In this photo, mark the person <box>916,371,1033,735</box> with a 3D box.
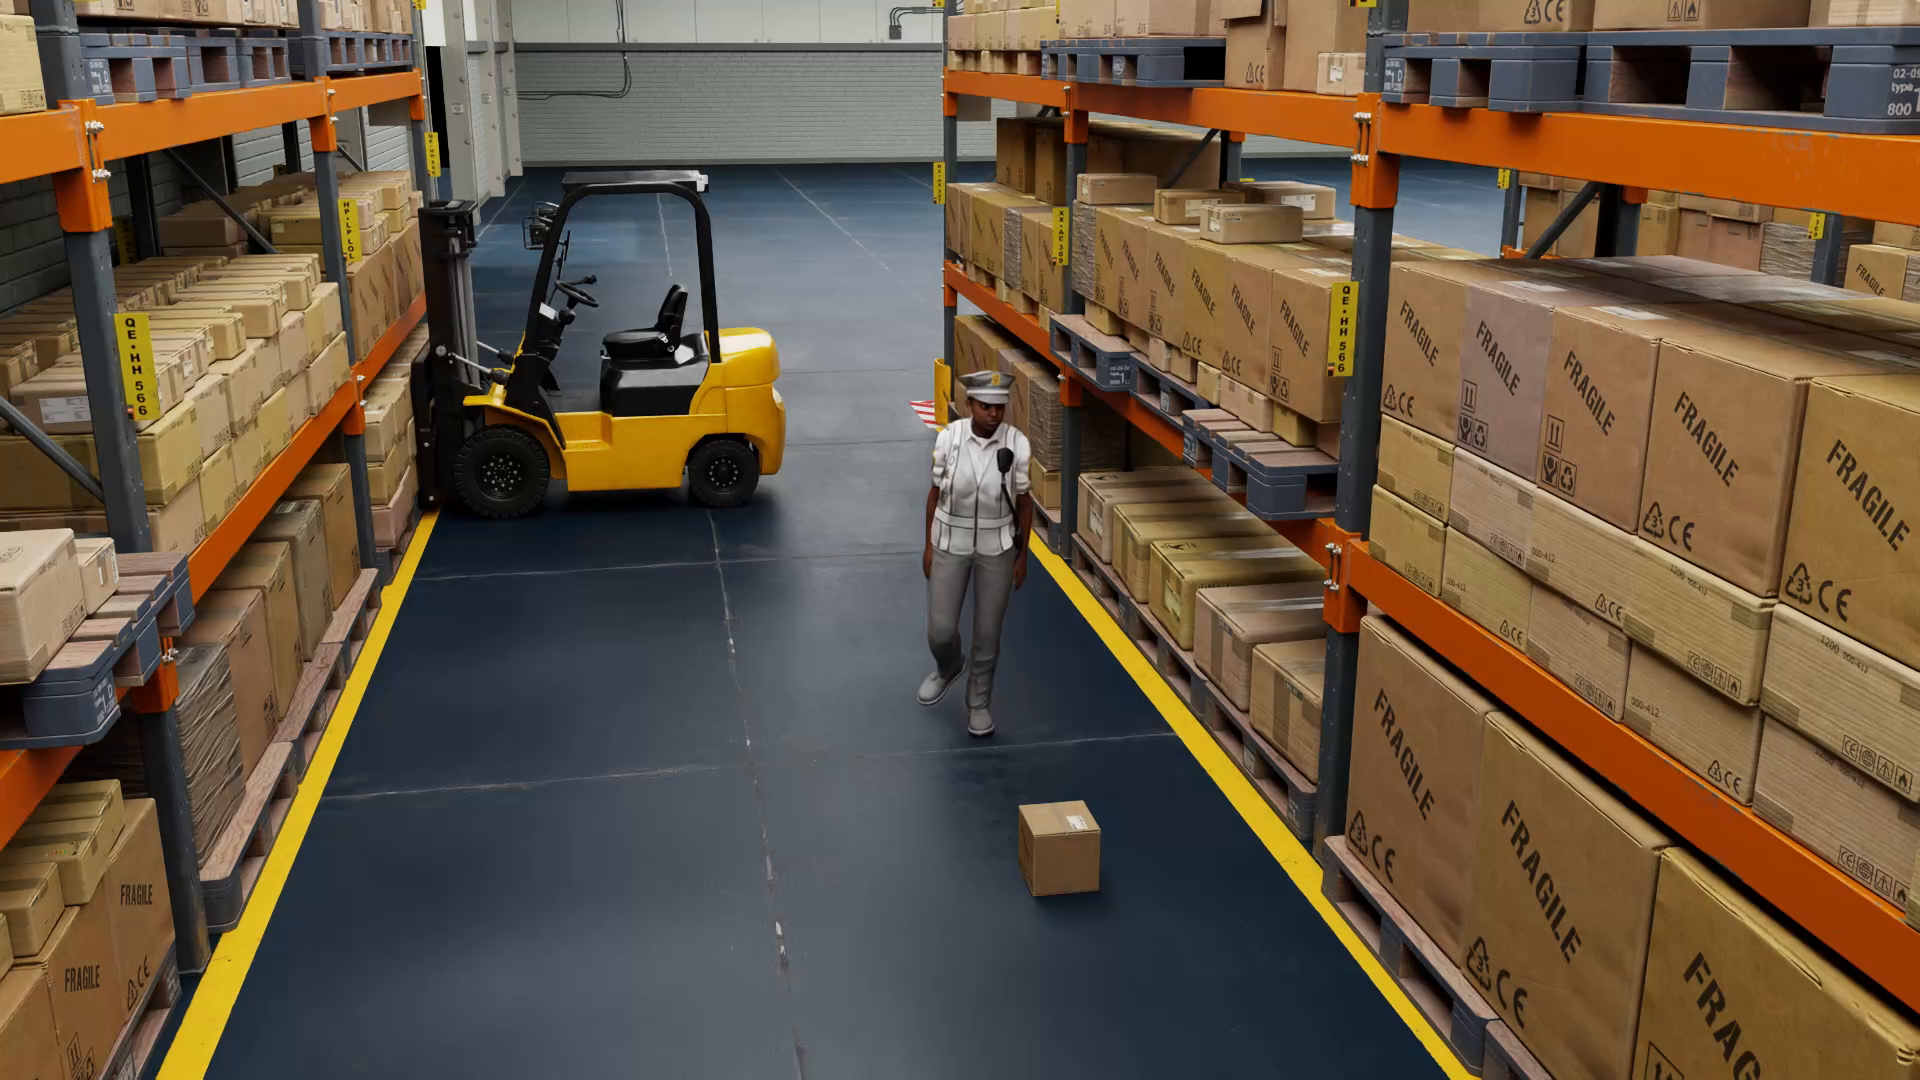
[{"bbox_3d":[0.058,0.040,7.355,0.517,1.670,0.501,0,16,0],"label":"person"}]
